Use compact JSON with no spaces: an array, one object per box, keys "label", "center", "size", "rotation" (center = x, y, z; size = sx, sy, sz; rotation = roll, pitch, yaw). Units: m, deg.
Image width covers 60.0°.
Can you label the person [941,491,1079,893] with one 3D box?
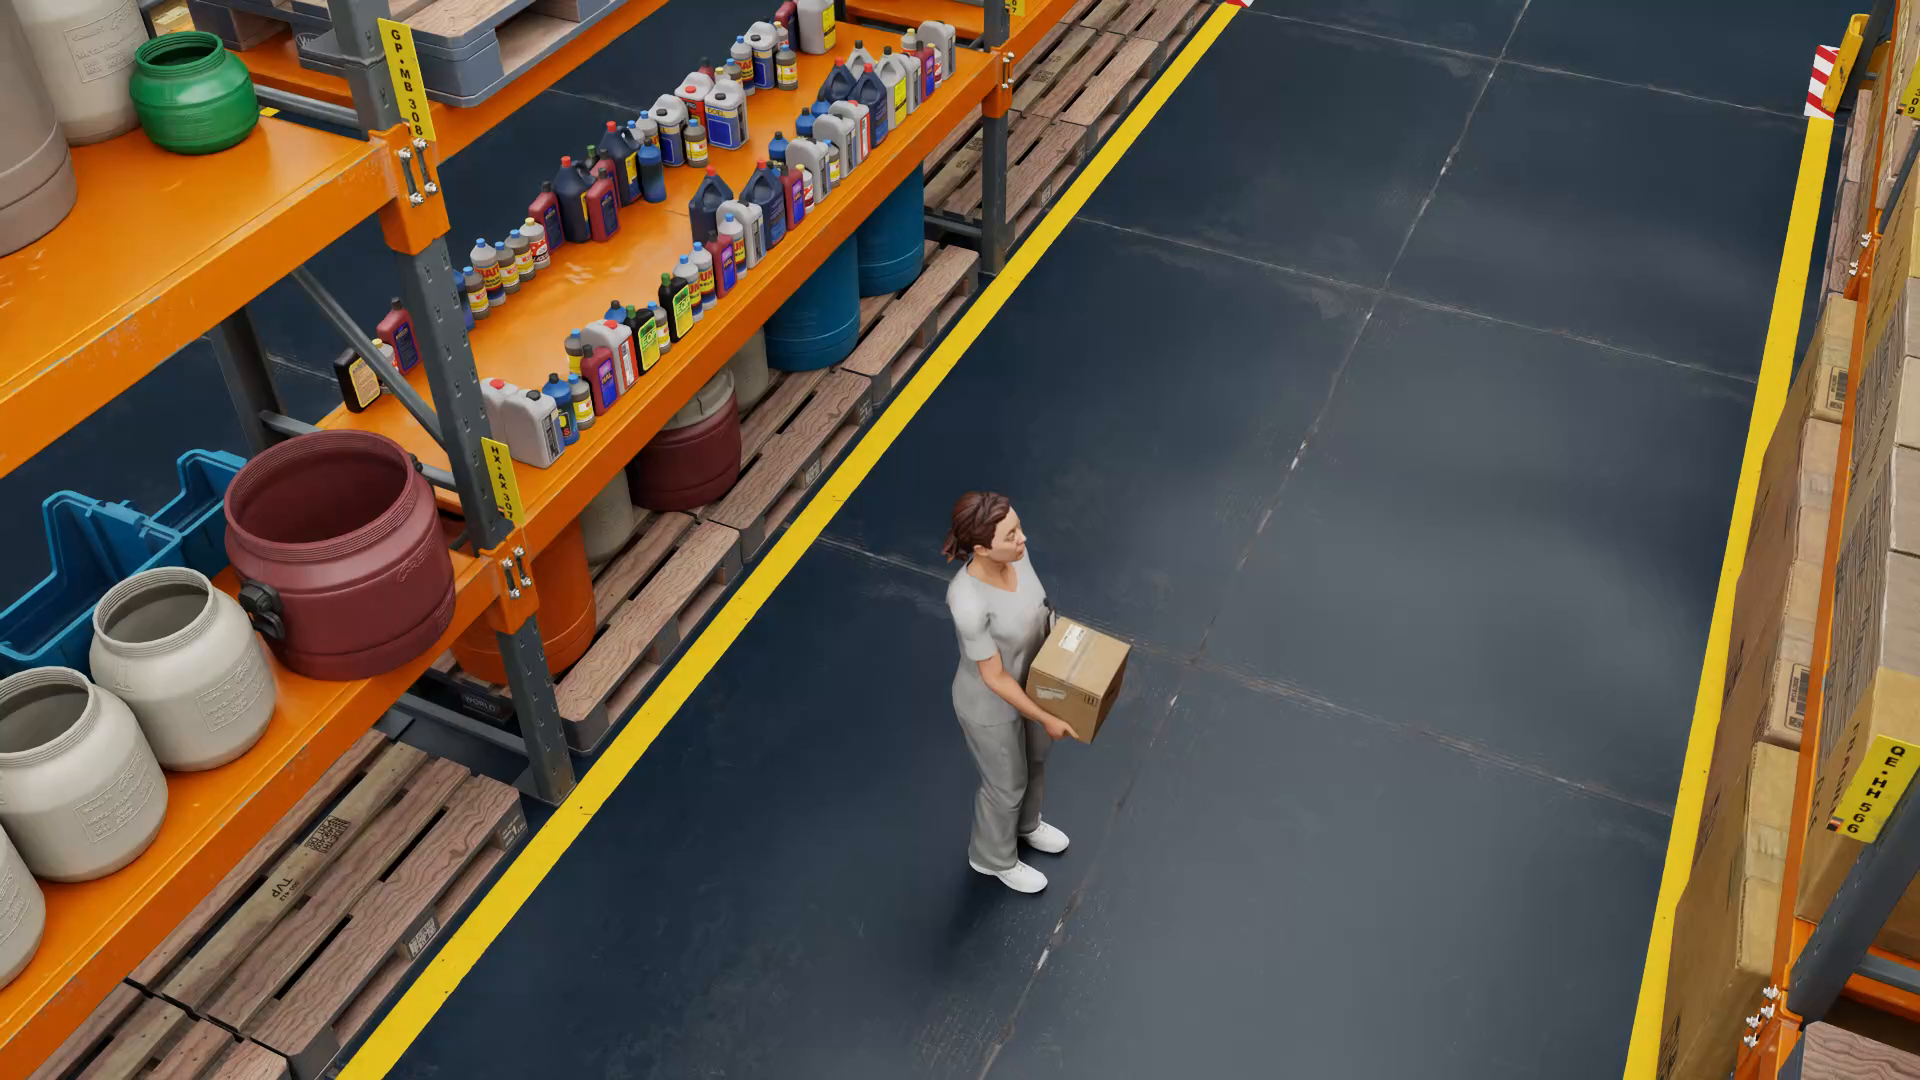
[{"label":"person","center":[0.193,0.530,5.584],"size":[0.554,1.662,0.437],"rotation":[18,45,19]}]
